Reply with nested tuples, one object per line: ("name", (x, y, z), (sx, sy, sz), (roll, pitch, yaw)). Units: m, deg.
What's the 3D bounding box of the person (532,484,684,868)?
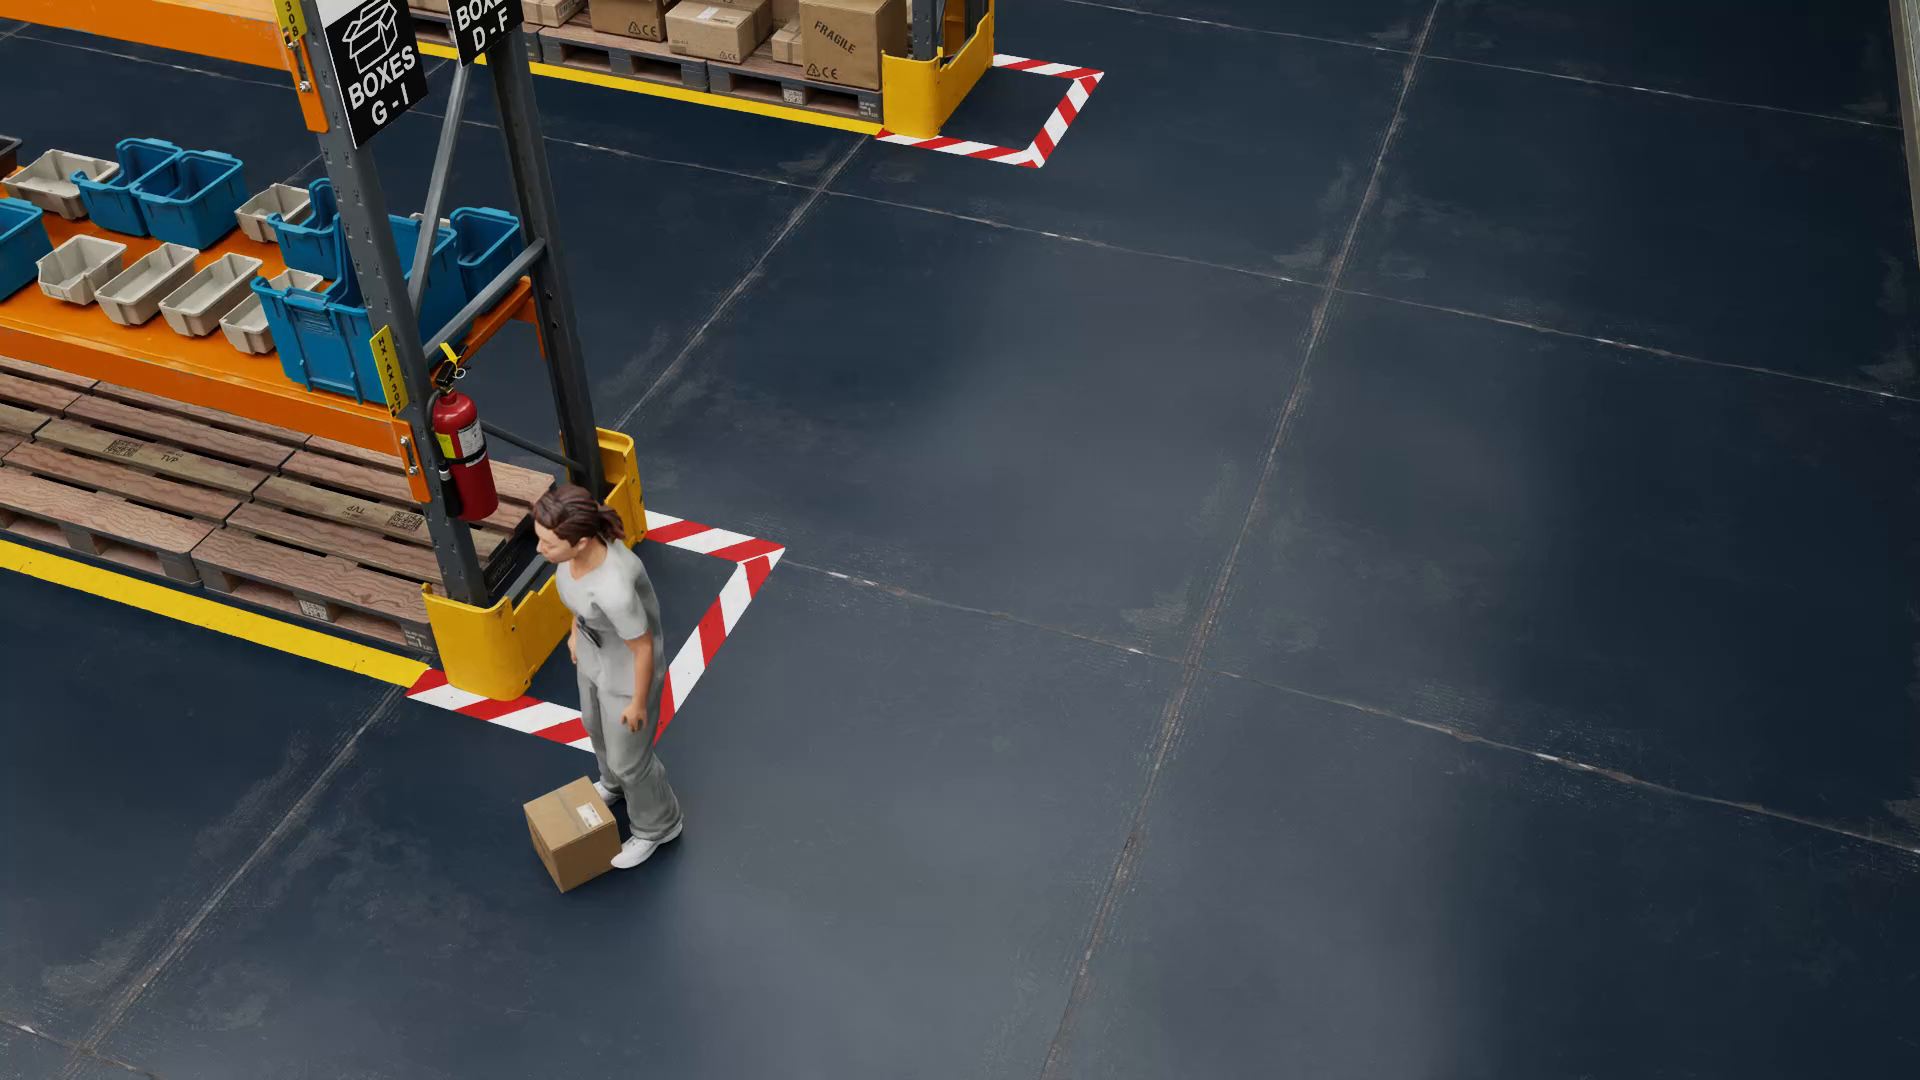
("person", (-1.194, 0.441, 5.665), (0.365, 1.671, 0.504), (-26, 48, -26))
